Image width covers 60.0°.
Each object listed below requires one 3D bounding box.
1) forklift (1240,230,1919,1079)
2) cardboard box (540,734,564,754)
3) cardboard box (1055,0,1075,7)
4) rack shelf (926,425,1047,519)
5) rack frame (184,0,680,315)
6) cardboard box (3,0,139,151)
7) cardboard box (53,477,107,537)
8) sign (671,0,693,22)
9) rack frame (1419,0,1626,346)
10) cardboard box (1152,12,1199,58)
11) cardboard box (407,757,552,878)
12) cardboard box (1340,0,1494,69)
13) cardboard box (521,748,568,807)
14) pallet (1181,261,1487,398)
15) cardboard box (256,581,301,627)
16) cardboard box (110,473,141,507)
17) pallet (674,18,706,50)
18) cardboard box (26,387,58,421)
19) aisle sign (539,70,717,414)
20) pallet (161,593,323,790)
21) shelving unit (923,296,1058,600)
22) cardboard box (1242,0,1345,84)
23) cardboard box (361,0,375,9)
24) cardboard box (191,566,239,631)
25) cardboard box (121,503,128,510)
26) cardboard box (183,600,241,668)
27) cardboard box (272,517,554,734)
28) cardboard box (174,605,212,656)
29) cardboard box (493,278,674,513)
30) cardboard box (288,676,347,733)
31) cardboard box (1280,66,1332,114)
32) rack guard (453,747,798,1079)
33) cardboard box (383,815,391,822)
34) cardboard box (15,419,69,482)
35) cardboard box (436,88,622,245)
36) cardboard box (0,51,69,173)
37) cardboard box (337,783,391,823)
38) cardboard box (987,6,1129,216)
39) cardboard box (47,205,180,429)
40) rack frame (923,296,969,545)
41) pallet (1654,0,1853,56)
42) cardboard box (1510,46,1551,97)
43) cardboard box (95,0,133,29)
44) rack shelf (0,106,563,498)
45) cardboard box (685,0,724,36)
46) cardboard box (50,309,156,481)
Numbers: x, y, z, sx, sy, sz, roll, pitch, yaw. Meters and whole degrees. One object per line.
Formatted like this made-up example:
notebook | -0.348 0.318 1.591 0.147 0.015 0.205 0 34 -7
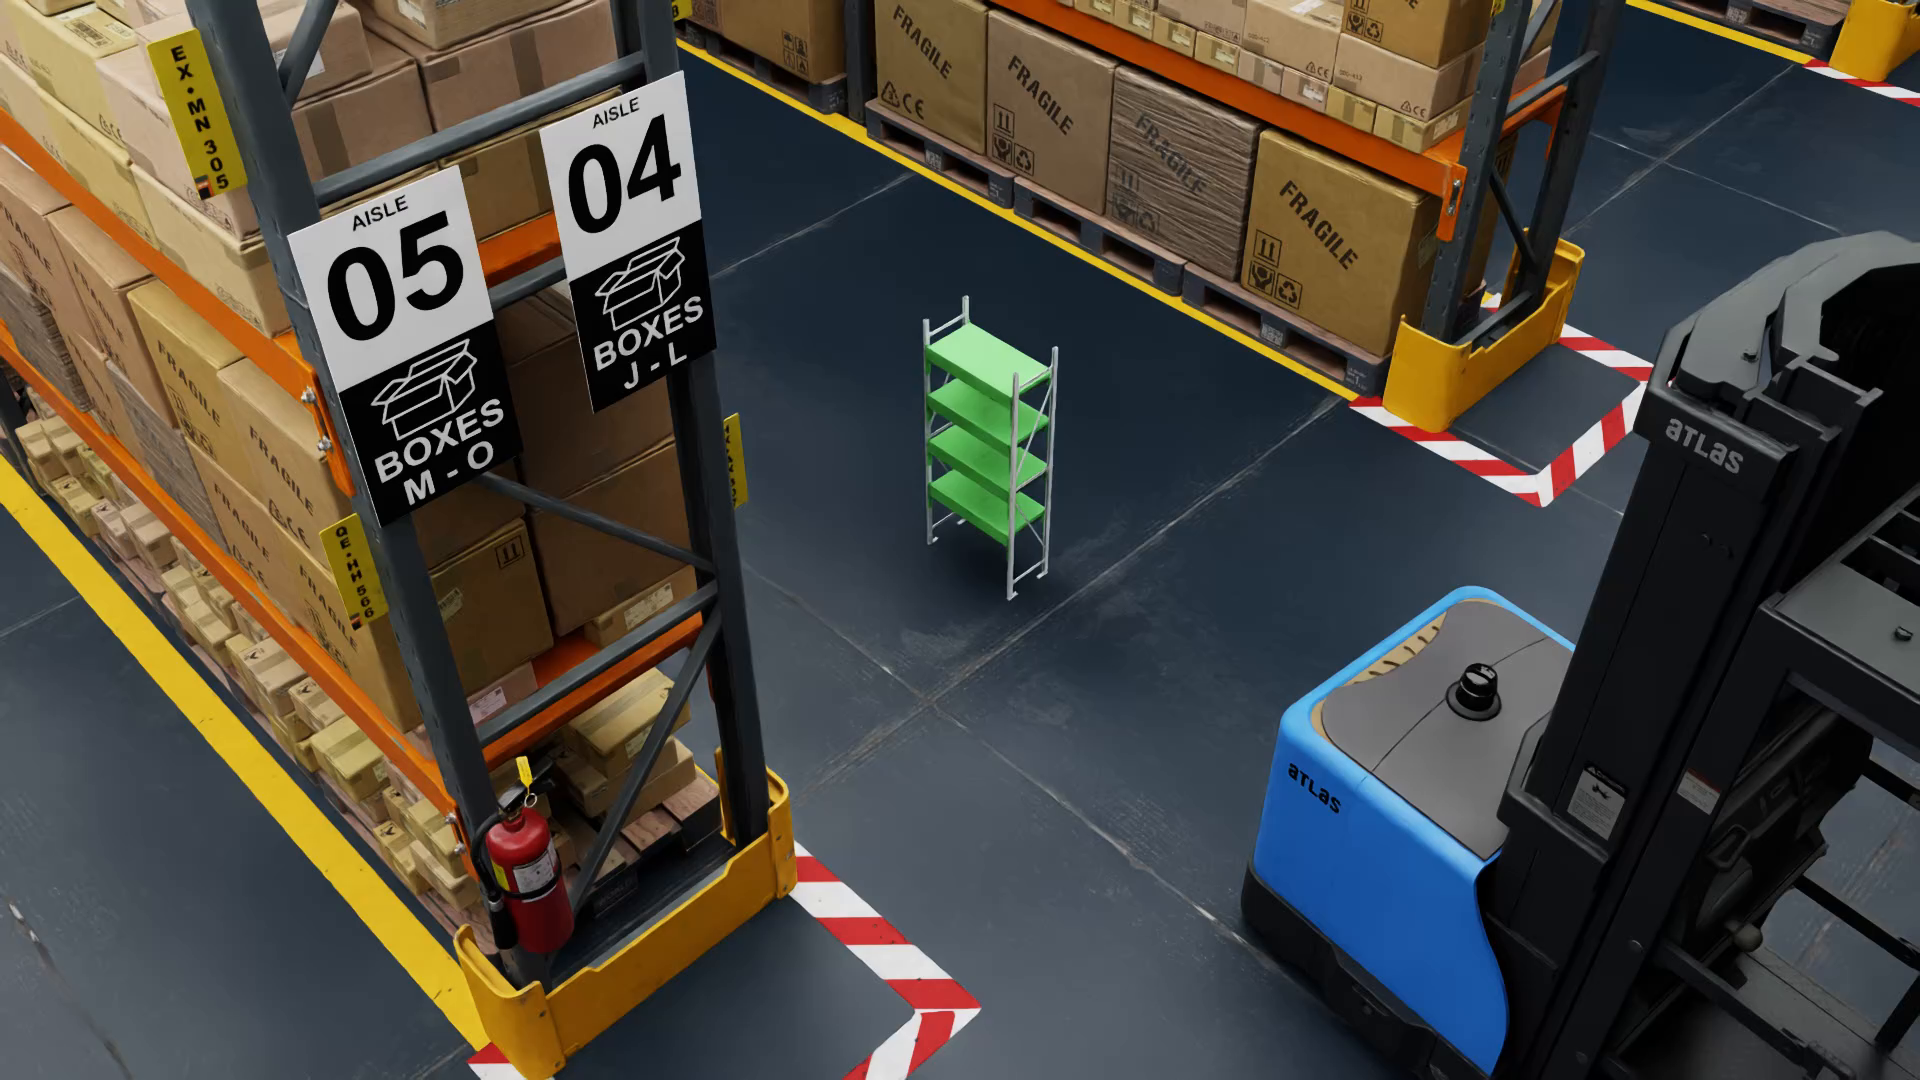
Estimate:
forklift | 2.316 0.821 4.319 1.130 2.935 3.031 -29 50 -28
cardboard box | -1.384 0.614 6.064 0.250 0.149 0.380 34 52 31
cardboard box | 0.605 -2.870 8.448 0.380 0.149 0.250 -33 52 -31
rack shelf | 0.117 -0.314 6.917 0.258 0.148 0.480 -34 53 -31
rack frame | -1.042 -1.839 2.727 1.000 3.000 0.127 -34 53 -31
cardboard box | -1.910 -1.211 3.999 0.500 0.250 0.500 33 52 30
cardboard box | -3.649 -0.208 7.174 0.380 0.149 0.250 -33 52 -30
sign | -0.658 -1.319 3.730 0.100 0.325 0.005 -34 53 -31
rack frame | 2.541 -1.964 7.283 1.000 3.000 0.127 -34 53 -31
cardboard box | 1.150 -2.500 8.048 0.380 0.149 0.250 -34 52 -31
cardboard box | -1.595 0.906 5.530 0.380 0.149 0.250 -33 52 -31
cardboard box | 2.011 -2.402 7.096 0.500 0.500 0.500 -33 52 -31
cardboard box | -1.428 0.765 6.120 0.250 0.149 0.380 34 53 31
pallet | 1.921 -1.287 8.605 1.003 0.211 1.213 -34 53 -31
cardboard box | -2.006 0.073 5.263 0.380 0.149 0.250 -33 52 -30
cardboard box | -3.204 -0.246 6.776 0.250 0.149 0.380 33 52 30
pallet | -1.748 -3.783 11.306 1.003 0.211 1.213 -34 53 -31
cardboard box | -3.770 -0.619 7.180 0.380 0.149 0.250 -32 51 -30
aisle sign | -0.778 -0.699 3.998 0.394 0.787 0.004 -34 53 -31
pallet | -2.502 0.358 6.824 1.003 0.211 1.213 -34 53 -31
shelving unit | 0.117 -0.361 6.874 0.258 1.200 0.503 -34 53 -31
cardboard box | 1.653 -2.368 7.612 0.500 0.250 0.500 33 52 31
cardboard box | -1.277 -1.408 3.919 0.380 0.149 0.250 -32 51 -30
cardboard box | -2.685 0.144 6.354 0.380 0.149 0.250 -34 52 -31
cardboard box | -3.209 -0.137 6.878 0.250 0.149 0.380 32 51 30
cardboard box | -2.742 0.288 6.417 0.380 0.149 0.250 -34 52 -31
cardboard box | -1.542 0.126 4.728 0.500 0.500 0.500 -33 52 -31
cardboard box | -2.892 0.268 6.658 0.250 0.149 0.380 33 52 30
cardboard box | -1.171 -0.492 4.660 0.500 0.500 0.500 34 52 31
cardboard box | -2.143 0.539 5.927 0.250 0.149 0.380 32 52 30
cardboard box | 1.694 -2.131 7.649 0.380 0.149 0.250 -34 52 -31
rack guard | -1.096 1.246 5.651 1.175 0.500 0.348 -34 53 -31
cardboard box | -1.940 0.861 6.017 0.250 0.149 0.380 34 52 31
cardboard box | -3.838 -0.447 7.213 0.380 0.149 0.250 -32 51 -30
cardboard box | -1.178 -1.021 4.162 0.500 0.250 0.500 -32 52 -30
cardboard box | -2.257 -1.261 4.422 0.500 0.250 0.500 -32 51 -30
cardboard box | -1.985 0.782 5.883 0.250 0.149 0.380 32 52 30
cardboard box | 0.761 -2.472 9.089 0.875 0.875 0.875 -34 53 -31
cardboard box | -2.273 -0.739 4.927 0.500 0.500 0.500 -31 51 -29
rack frame | -0.055 -0.478 7.001 0.240 1.200 0.015 -34 53 -31
pallet | 5.493 -3.729 11.247 1.003 0.211 1.213 -34 53 -31
cardboard box | 2.524 -2.201 7.724 0.380 0.149 0.250 -33 52 -31
cardboard box | -1.772 -1.320 3.824 0.250 0.149 0.380 33 52 30
rack shelf | -2.455 -1.434 5.029 1.077 0.370 4.000 -34 53 -31
cardboard box | -1.382 -3.987 10.728 0.875 0.875 1.225 32 52 30
cardboard box | -2.611 -0.608 5.522 0.500 0.500 0.500 -31 51 -29
